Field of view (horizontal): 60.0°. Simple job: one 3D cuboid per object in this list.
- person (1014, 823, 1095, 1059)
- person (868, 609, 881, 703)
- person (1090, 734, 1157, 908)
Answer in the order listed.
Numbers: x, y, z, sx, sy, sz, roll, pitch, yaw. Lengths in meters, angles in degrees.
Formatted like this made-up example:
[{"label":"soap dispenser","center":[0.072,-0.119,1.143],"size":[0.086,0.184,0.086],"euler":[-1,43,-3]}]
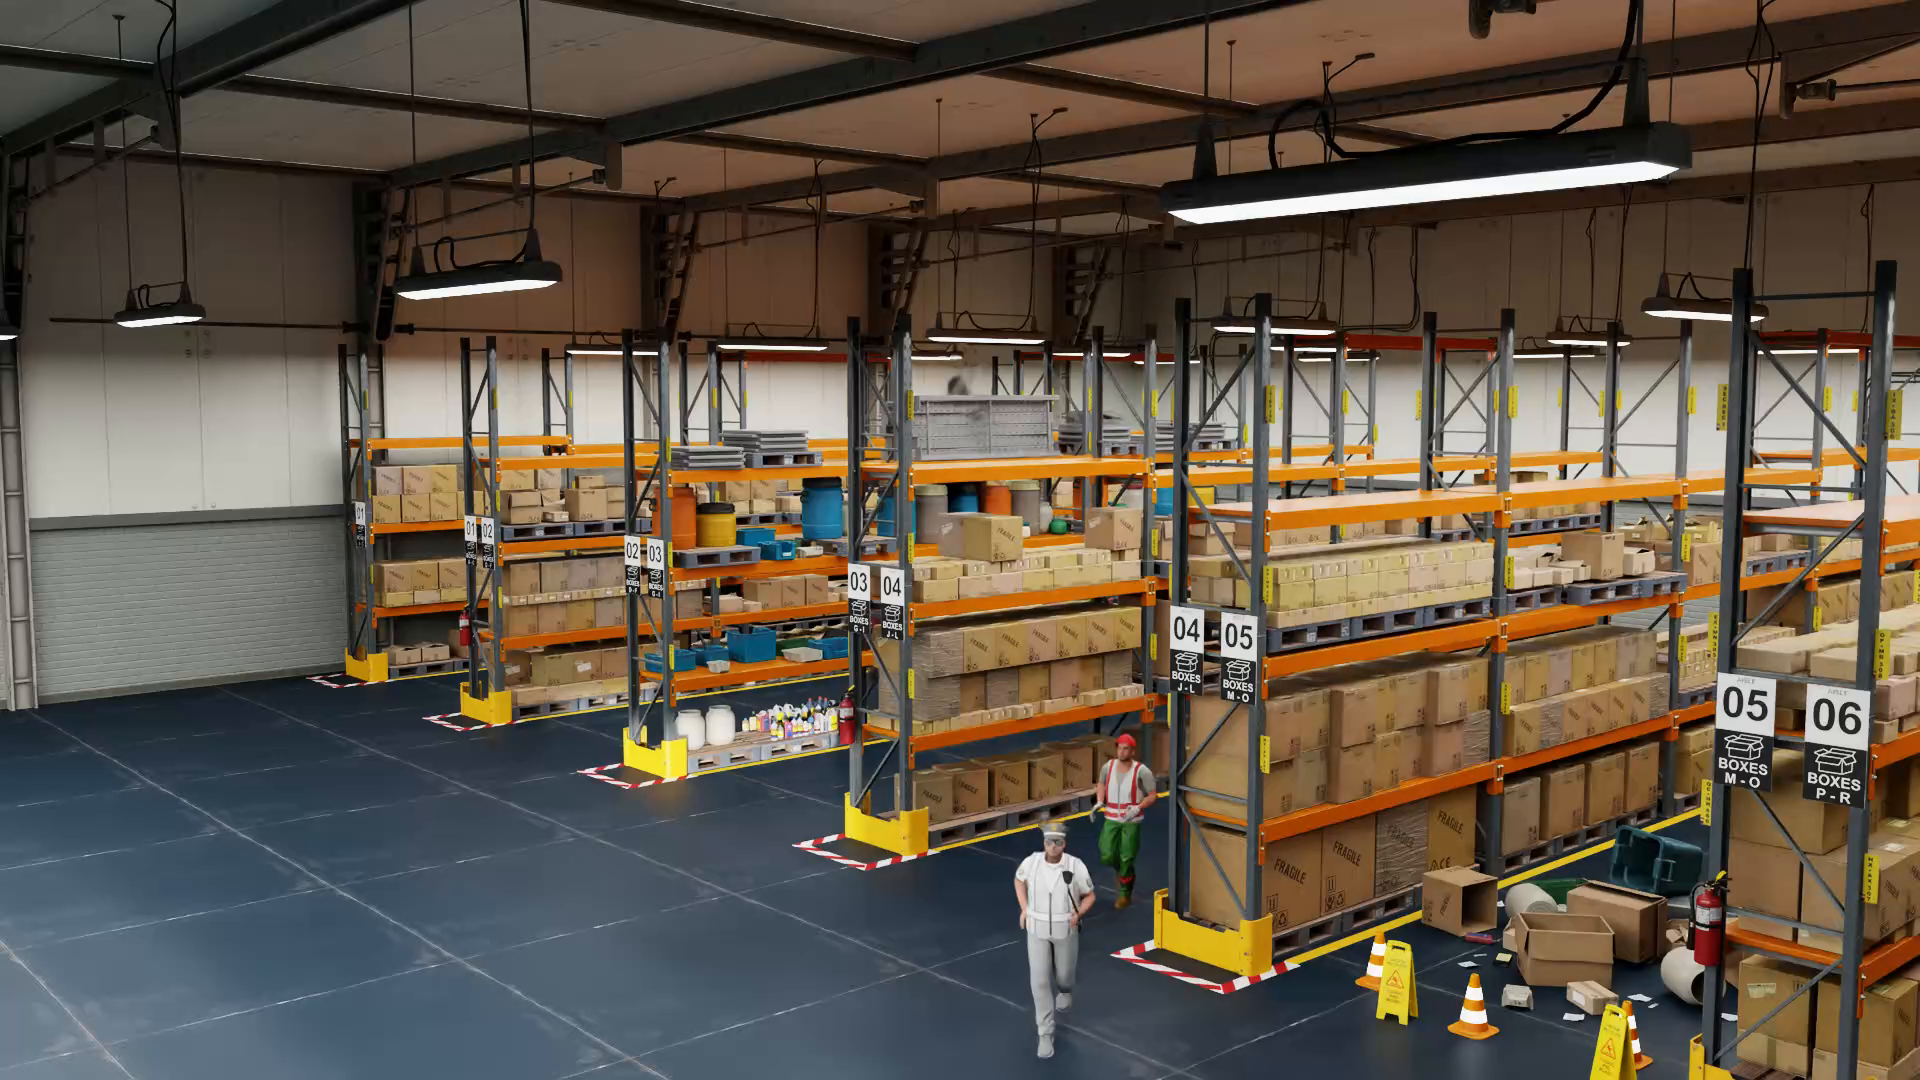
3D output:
[{"label":"person","center":[0.745,3.110,13.263],"size":[0.663,1.787,0.917],"euler":[1,5,8]},{"label":"person","center":[-1.356,1.878,27.261],"size":[0.664,1.707,0.653],"euler":[-4,7,-40]},{"label":"person","center":[1.637,2.814,16.676],"size":[0.666,1.748,0.591],"euler":[2,6,25]}]
